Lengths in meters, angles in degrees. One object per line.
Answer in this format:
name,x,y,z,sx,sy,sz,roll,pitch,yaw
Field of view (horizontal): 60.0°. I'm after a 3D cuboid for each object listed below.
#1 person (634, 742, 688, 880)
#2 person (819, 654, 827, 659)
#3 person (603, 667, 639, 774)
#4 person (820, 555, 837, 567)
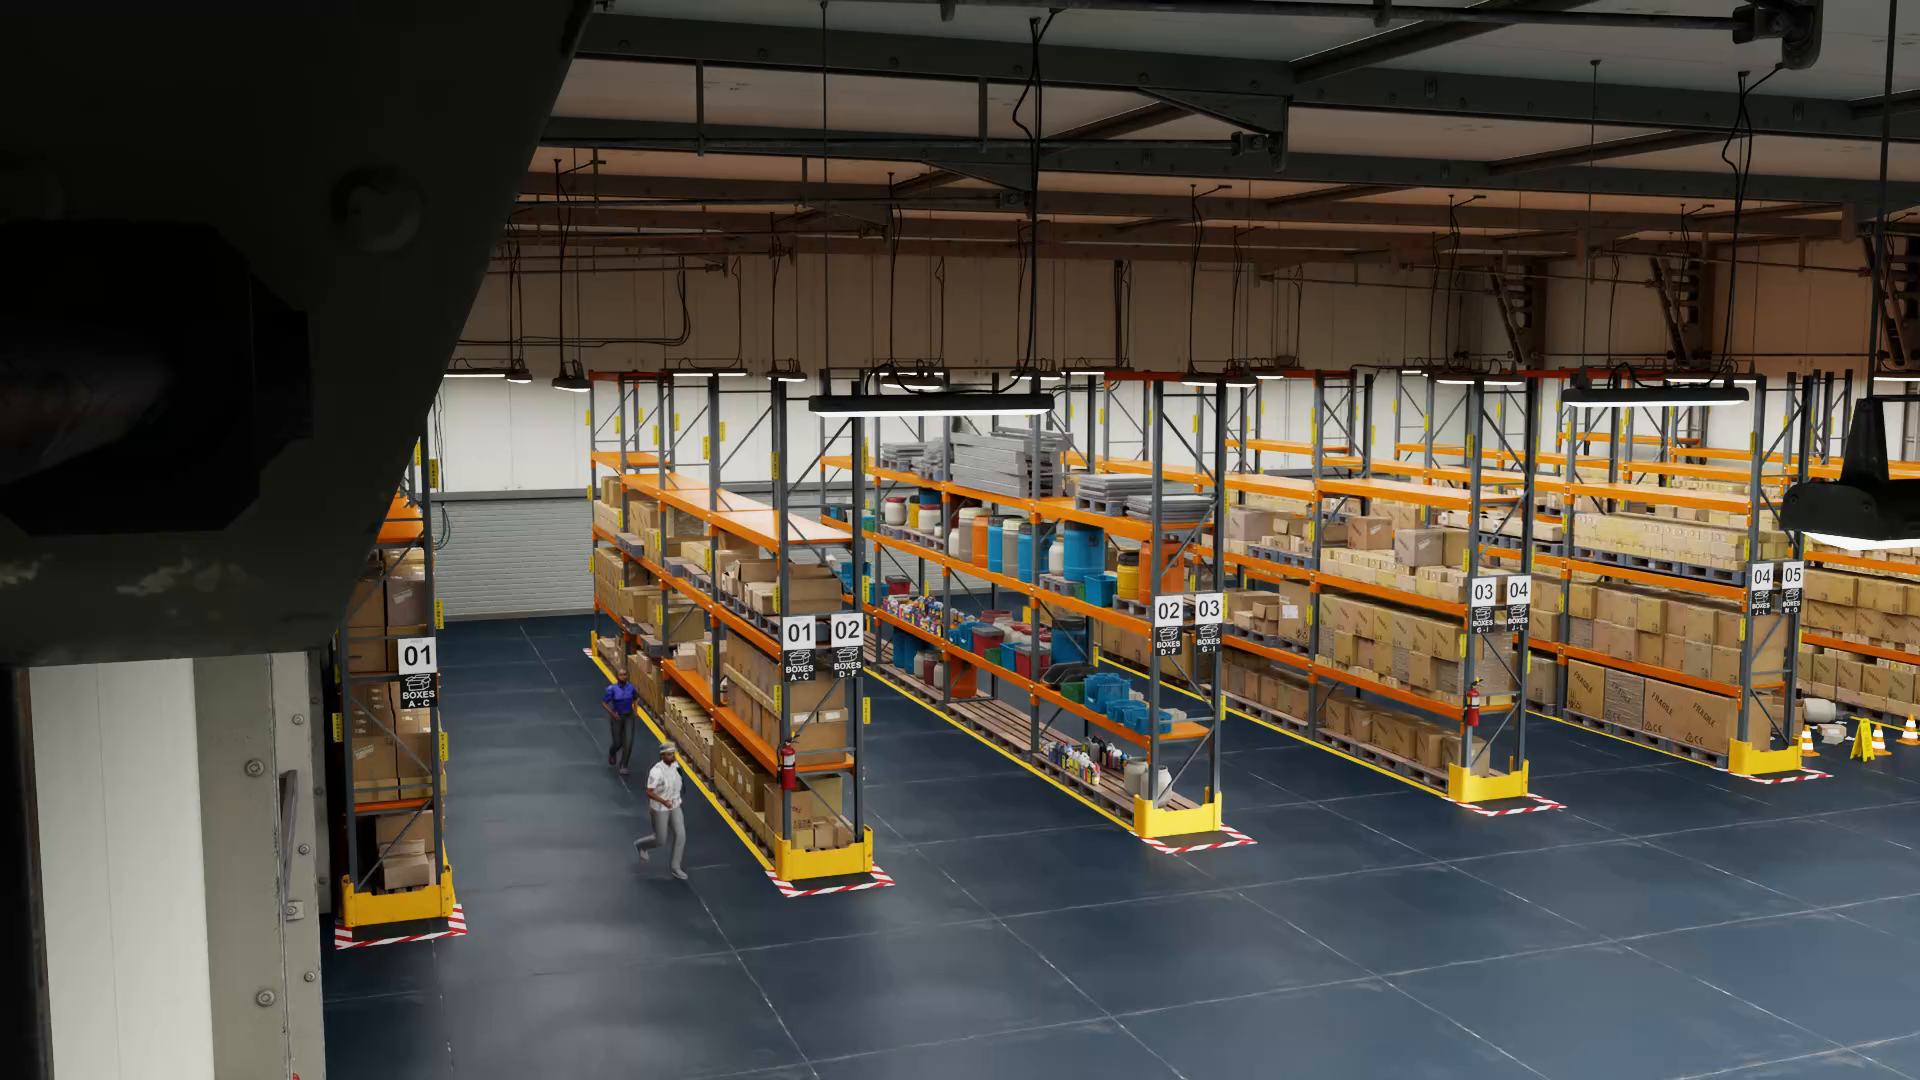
person,-3.632,3.253,20.277,0.828,1.679,0.567,5,8,40
person,-2.785,1.724,33.315,0.716,1.784,0.962,-2,7,-21
person,-5.125,2.729,25.208,0.562,1.595,0.589,-4,7,-29
person,-3.374,1.192,38.852,1.021,1.718,0.706,0,6,2
